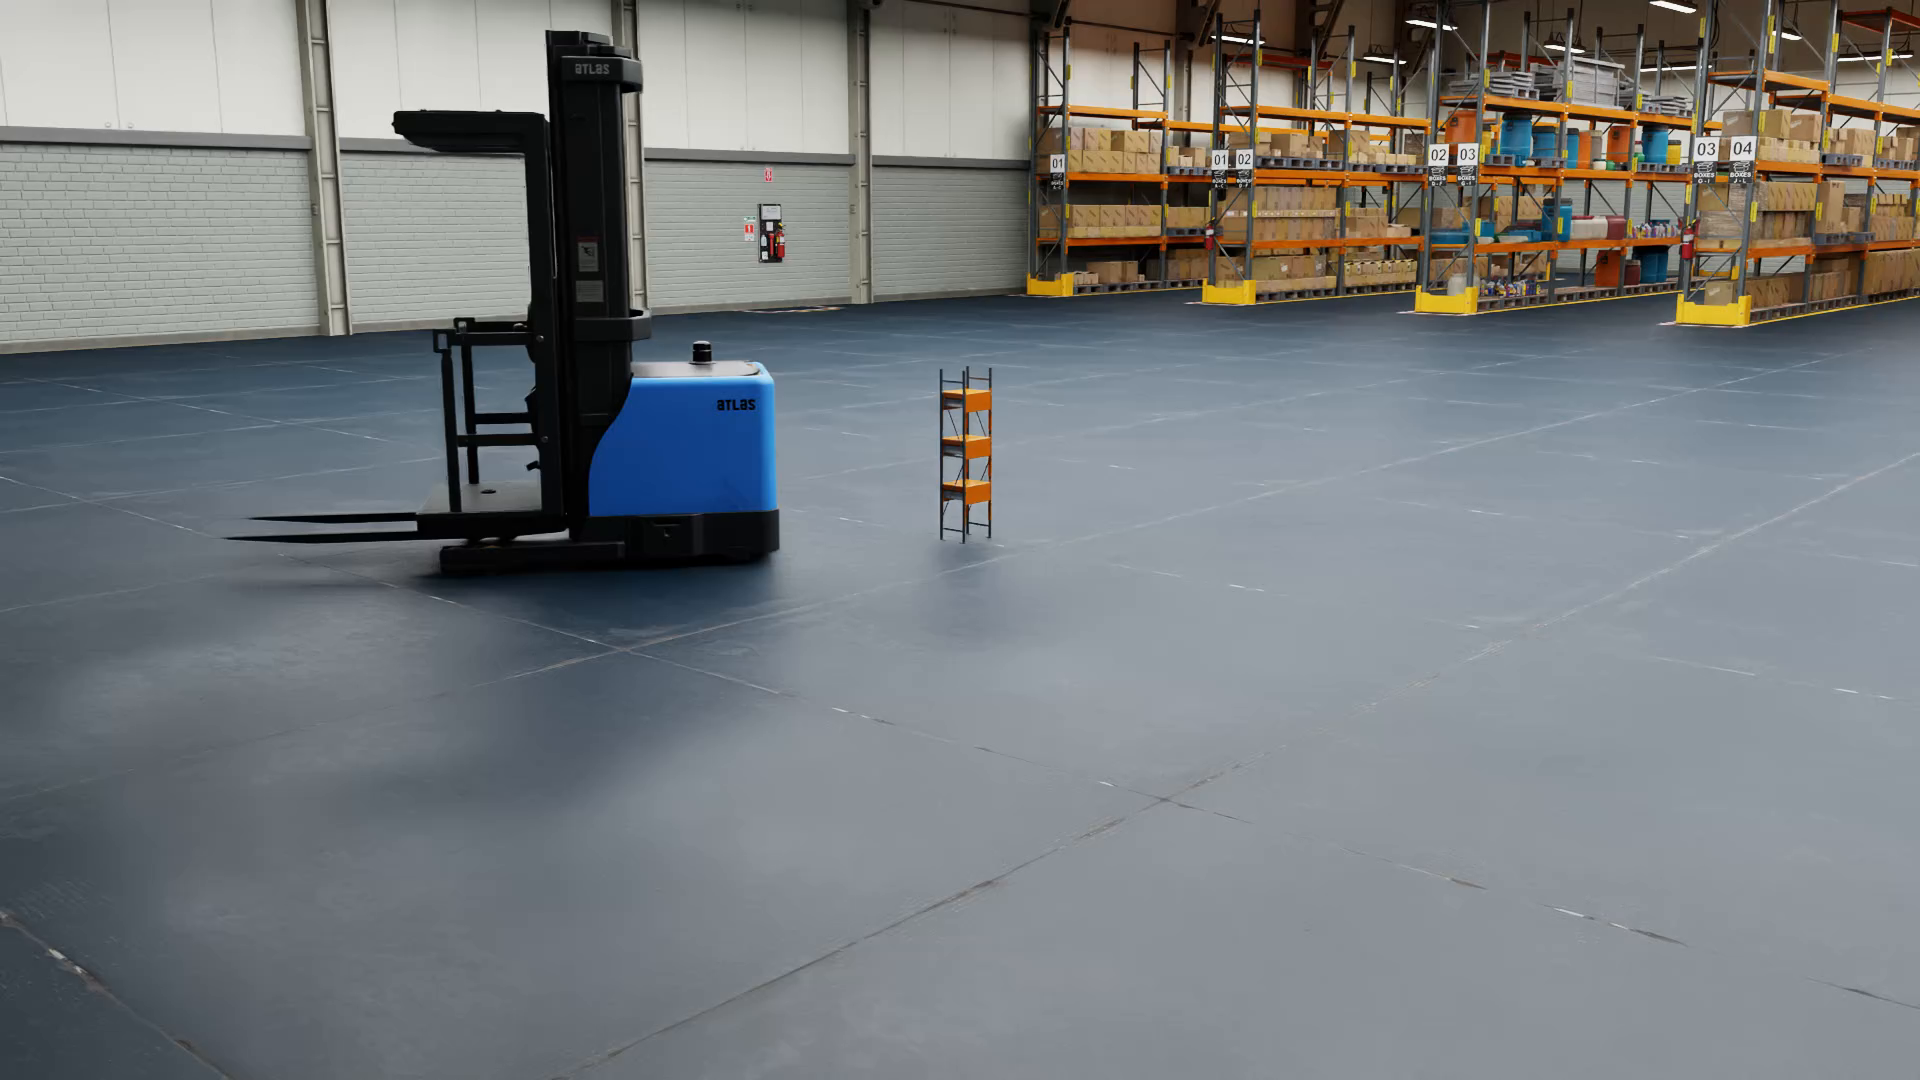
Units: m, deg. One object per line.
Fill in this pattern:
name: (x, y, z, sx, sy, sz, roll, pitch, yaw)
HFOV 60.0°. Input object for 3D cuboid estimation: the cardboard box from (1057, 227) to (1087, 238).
cardboard box: (2.614, -7.168, 38.775, 0.500, 0.250, 0.500, 9, 15, 39)

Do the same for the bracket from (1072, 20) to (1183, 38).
bracket: (4.107, -12.517, 40.717, 0.076, 0.066, 4.783, 10, 15, 40)

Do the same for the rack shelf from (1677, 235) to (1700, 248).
rack shelf: (18.737, -7.627, 42.578, 1.077, 0.370, 4.000, 10, 15, 40)

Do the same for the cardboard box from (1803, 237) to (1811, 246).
cardboard box: (15.935, -5.676, 31.611, 0.380, 0.149, 0.250, 10, 15, 40)

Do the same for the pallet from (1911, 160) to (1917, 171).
pallet: (21.685, -8.592, 38.139, 1.003, 0.211, 1.213, 10, 15, 40)

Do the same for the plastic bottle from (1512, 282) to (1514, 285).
plastic bottle: (11.397, -5.175, 34.275, 0.061, 0.283, 0.133, 10, 15, 40)

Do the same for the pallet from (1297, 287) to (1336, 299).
pallet: (7.861, -5.671, 38.065, 1.003, 0.211, 1.213, 10, 15, 40)

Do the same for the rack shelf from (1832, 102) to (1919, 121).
rack shelf: (19.817, -9.144, 35.877, 1.077, 0.370, 4.000, 10, 15, 40)

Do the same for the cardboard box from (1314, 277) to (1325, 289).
cardboard box: (7.938, -5.839, 37.734, 0.500, 0.250, 0.500, 10, 15, 40)

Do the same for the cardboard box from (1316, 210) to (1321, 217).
cardboard box: (7.891, -7.336, 37.369, 0.380, 0.149, 0.250, 10, 15, 40)

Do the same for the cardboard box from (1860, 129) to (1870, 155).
cardboard box: (18.039, -8.043, 33.631, 0.500, 0.500, 0.500, 10, 15, 40)

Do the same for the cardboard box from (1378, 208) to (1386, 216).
cardboard box: (12.286, -9.626, 49.982, 0.980, 0.700, 0.700, 11, 16, 43)

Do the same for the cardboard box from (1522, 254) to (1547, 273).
cardboard box: (16.165, -7.794, 46.832, 0.500, 0.500, 0.500, 10, 15, 40)

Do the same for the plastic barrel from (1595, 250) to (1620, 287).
plastic barrel: (15.086, -6.313, 38.631, 0.600, 0.830, 0.708, 10, 15, 40)

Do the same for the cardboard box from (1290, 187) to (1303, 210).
cardboard box: (7.136, -7.548, 36.774, 0.700, 0.500, 0.500, 10, 15, 40)

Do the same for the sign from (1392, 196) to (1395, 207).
sign: (13.014, -10.167, 49.896, 0.100, 0.325, 0.005, 10, 15, 40)

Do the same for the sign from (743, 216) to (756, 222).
sign: (-4.187, -6.384, 33.070, 0.001, 0.109, 0.331, 10, 15, 40)

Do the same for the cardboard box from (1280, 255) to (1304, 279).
cardboard box: (7.290, -6.057, 36.913, 0.500, 0.500, 0.500, 10, 15, 40)

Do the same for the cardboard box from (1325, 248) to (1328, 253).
cardboard box: (10.820, -8.483, 48.678, 0.380, 0.149, 0.250, 9, 15, 39)

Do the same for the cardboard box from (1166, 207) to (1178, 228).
cardboard box: (5.056, -8.125, 41.854, 0.700, 0.500, 0.500, 10, 15, 41)

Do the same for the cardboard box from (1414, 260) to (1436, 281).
cardboard box: (11.573, -6.758, 41.649, 0.500, 0.500, 0.500, 11, 15, 43)

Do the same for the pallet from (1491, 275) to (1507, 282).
pallet: (14.152, -7.060, 45.022, 1.003, 0.211, 1.213, 10, 15, 40)

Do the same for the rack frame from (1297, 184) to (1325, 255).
rack frame: (9.975, -8.967, 47.447, 1.000, 3.000, 0.127, 10, 15, 40)

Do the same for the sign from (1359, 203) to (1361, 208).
sign: (12.202, -10.091, 50.665, 0.100, 0.325, 0.005, 10, 15, 40)

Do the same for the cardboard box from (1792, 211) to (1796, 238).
cardboard box: (15.156, -5.936, 31.259, 0.875, 0.500, 0.500, 10, 15, 40)

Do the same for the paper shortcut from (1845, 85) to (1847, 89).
paper shortcut: (18.974, -9.730, 35.593, 0.009, 0.170, 0.078, 23, -8, 37)

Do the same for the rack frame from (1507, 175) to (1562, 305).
rack frame: (12.136, -6.509, 35.141, 1.000, 3.000, 0.127, 10, 15, 40)

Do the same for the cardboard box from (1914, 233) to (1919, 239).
cardboard box: (21.582, -6.923, 37.855, 0.380, 0.149, 0.250, 10, 15, 40)

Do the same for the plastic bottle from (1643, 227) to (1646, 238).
plastic bottle: (16.012, -7.206, 38.958, 0.097, 0.271, 0.097, 0, 11, 0)

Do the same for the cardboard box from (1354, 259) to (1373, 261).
cardboard box: (9.813, -6.679, 40.508, 0.500, 0.311, 0.500, 9, 15, 39)

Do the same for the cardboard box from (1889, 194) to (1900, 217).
cardboard box: (20.260, -7.392, 36.746, 0.797, 0.503, 0.637, 10, 15, 41)

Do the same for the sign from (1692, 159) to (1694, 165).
sign: (17.829, -9.090, 40.382, 0.100, 0.325, 0.005, 10, 15, 40)

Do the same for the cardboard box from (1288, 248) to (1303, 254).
cardboard box: (9.059, -7.875, 46.397, 0.750, 0.750, 0.750, 10, 15, 42)

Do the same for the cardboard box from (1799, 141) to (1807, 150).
cardboard box: (15.350, -7.257, 30.592, 0.380, 0.149, 0.250, 9, 15, 39)

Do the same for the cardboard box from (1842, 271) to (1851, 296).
cardboard box: (18.070, -5.346, 34.577, 0.700, 0.500, 0.500, 9, 14, 37)

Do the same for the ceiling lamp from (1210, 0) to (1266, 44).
ceiling lamp: (6.713, -13.212, 38.480, 0.800, 3.185, 2.000, 10, 15, 40)

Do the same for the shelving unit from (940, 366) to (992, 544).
shelving unit: (0.035, -0.523, 10.148, 0.215, 1.050, 0.252, 10, 15, 40)

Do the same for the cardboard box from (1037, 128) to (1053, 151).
cardboard box: (2.142, -9.319, 38.691, 0.500, 0.500, 0.500, 11, 15, 43)

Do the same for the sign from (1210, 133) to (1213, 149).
sign: (5.379, -8.500, 35.393, 0.100, 0.325, 0.005, 10, 15, 40)

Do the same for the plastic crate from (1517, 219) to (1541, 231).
plastic crate: (12.226, -6.651, 35.690, 0.402, 0.464, 0.583, 10, 15, 40)

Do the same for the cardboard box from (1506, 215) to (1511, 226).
cardboard box: (14.575, -8.491, 44.812, 0.500, 0.500, 0.500, 10, 15, 41)

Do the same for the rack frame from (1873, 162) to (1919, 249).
rack frame: (21.137, -7.046, 37.828, 1.000, 3.000, 0.127, 10, 15, 40)

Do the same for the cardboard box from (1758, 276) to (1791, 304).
cardboard box: (15.562, -4.795, 31.870, 0.500, 0.500, 0.500, 9, 15, 39)

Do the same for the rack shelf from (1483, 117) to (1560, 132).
rack shelf: (15.019, -11.209, 45.200, 1.077, 0.370, 4.000, 10, 15, 40)

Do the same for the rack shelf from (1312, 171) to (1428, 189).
rack shelf: (9.738, -8.562, 39.600, 1.077, 0.370, 4.000, 10, 15, 40)

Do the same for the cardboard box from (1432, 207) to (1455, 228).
cardboard box: (12.136, -8.211, 42.333, 0.500, 0.500, 0.700, -9, 14, -37)

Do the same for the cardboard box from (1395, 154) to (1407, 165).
cardboard box: (10.468, -9.188, 40.208, 0.500, 0.250, 0.500, 10, 15, 42)

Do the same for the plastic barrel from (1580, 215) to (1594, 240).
plastic barrel: (13.702, -6.860, 36.550, 0.433, 0.535, 0.433, 0, 11, 0)

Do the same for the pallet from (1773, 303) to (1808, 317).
pallet: (15.440, -4.398, 31.691, 1.003, 0.211, 1.213, 10, 15, 40)

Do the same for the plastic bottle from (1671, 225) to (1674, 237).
plastic bottle: (17.281, -7.489, 40.346, 0.061, 0.283, 0.133, 10, 15, 40)

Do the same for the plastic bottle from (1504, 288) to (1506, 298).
plastic bottle: (10.995, -5.006, 33.636, 0.097, 0.201, 0.097, 0, 11, 0)

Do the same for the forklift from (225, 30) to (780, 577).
forklift: (-2.606, -1.347, 9.470, 3.031, 2.935, 1.130, -2, 11, -10)

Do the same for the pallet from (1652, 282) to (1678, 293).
pallet: (16.876, -6.210, 40.766, 1.003, 0.211, 1.213, 10, 15, 40)
